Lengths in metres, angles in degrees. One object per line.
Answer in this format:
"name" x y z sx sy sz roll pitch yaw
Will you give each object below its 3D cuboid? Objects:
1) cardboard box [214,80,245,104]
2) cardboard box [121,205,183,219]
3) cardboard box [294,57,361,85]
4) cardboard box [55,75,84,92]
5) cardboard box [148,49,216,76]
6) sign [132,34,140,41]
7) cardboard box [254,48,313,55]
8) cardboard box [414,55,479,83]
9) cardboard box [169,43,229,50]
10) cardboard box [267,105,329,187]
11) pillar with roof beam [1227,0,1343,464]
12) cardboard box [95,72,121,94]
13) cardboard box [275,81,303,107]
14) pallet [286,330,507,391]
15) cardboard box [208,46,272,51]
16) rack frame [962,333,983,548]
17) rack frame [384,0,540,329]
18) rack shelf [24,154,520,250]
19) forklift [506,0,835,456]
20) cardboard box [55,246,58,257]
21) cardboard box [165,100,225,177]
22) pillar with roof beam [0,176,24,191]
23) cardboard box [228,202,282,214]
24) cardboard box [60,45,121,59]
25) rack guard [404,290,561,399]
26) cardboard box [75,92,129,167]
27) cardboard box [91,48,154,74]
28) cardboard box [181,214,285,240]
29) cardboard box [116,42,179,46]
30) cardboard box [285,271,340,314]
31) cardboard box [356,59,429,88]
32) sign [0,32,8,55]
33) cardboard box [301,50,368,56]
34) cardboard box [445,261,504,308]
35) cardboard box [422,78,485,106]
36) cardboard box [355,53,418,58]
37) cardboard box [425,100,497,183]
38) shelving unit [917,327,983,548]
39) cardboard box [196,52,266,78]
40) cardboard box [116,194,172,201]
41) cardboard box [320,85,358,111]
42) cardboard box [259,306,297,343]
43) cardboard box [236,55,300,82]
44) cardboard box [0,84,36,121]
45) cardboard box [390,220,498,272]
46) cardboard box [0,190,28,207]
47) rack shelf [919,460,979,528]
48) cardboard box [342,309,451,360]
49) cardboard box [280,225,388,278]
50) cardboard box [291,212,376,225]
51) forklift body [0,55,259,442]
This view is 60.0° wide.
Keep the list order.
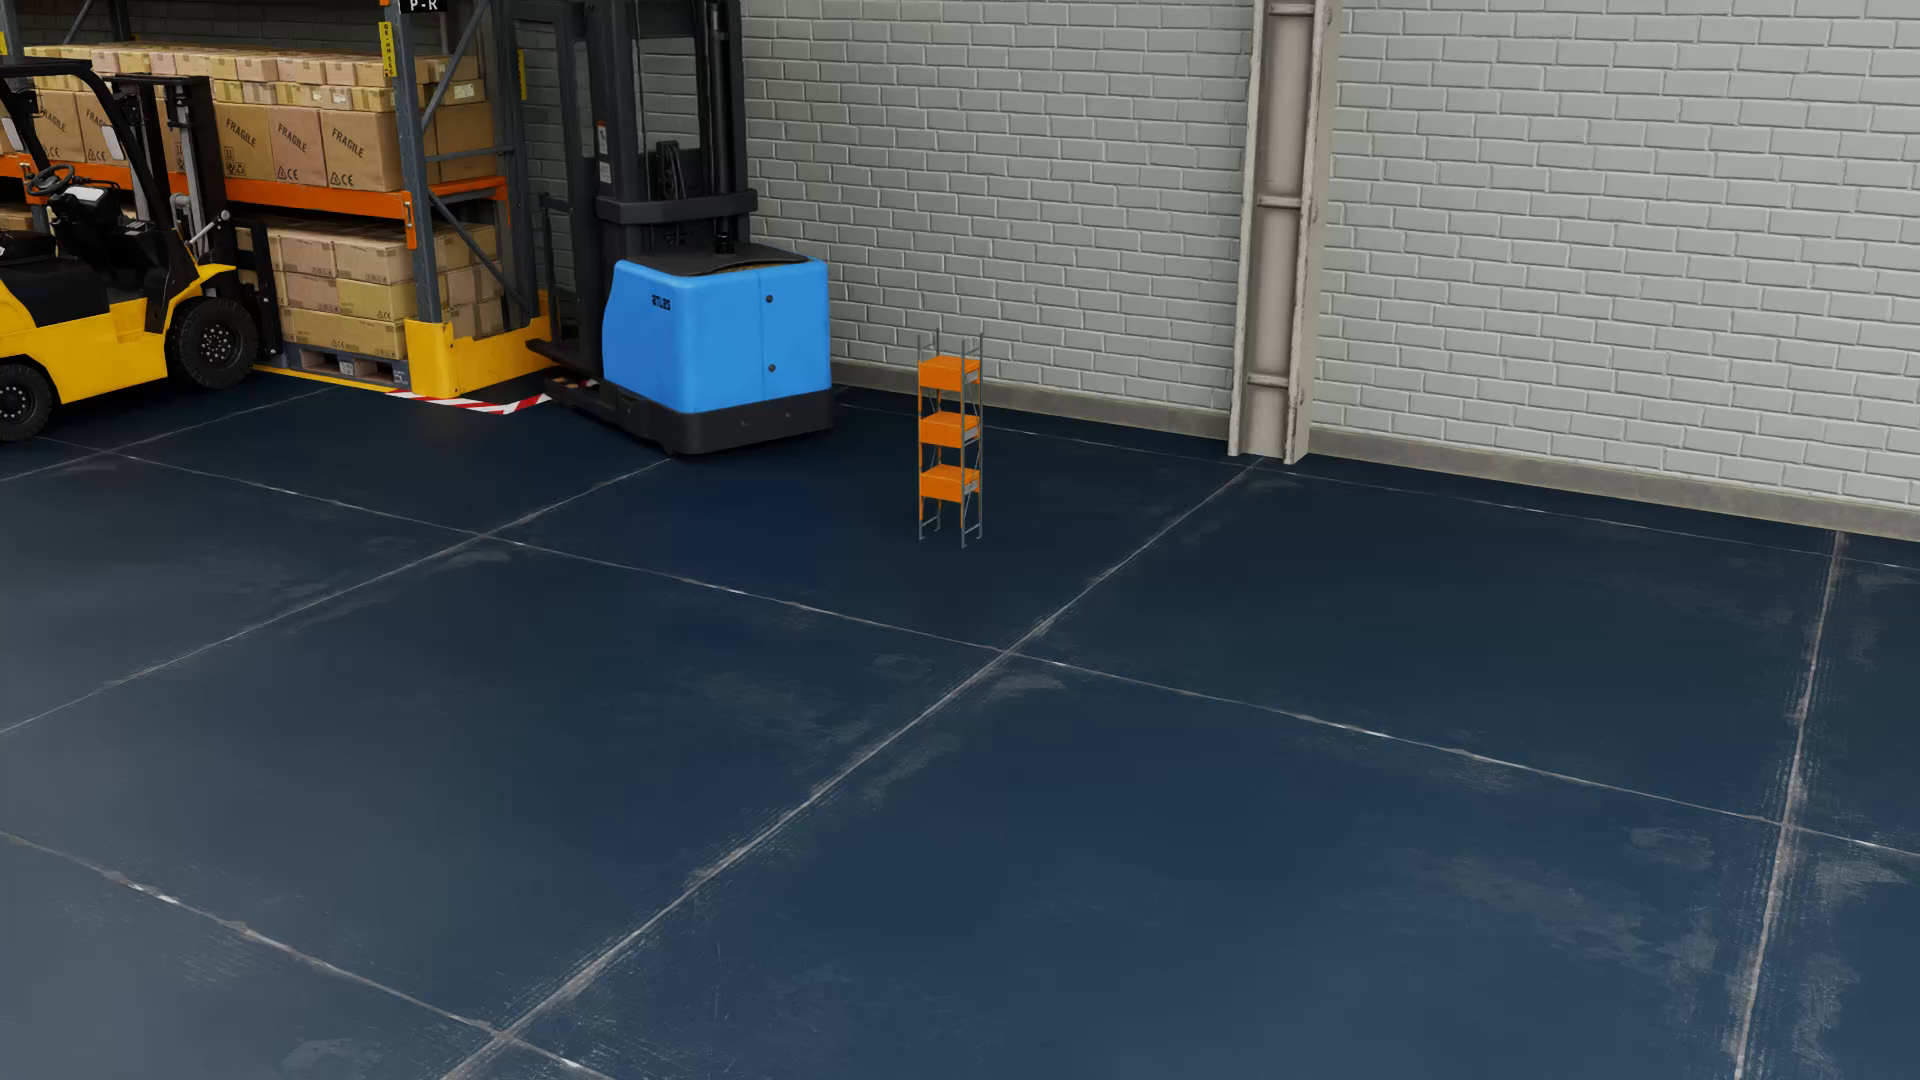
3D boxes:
"cardboard box" -4.828 -3.068 11.326 0.250 0.149 0.380 11 23 28
"cardboard box" -6.038 -2.314 12.295 0.500 0.250 0.500 11 23 27
"cardboard box" -4.145 -3.091 10.955 0.250 0.149 0.380 11 23 28
"cardboard box" -6.372 -3.379 12.183 0.250 0.149 0.380 11 23 29
"cardboard box" -5.452 -3.361 11.697 0.250 0.149 0.380 11 23 27
"sign" -6.480 -3.811 13.085 0.005 0.325 0.100 11 23 27
"cardboard box" -4.782 -3.413 11.840 0.250 0.149 0.380 11 23 28
"cardboard box" -3.446 -3.147 11.107 0.250 0.149 0.380 10 22 26
"cardboard box" -5.638 -3.612 12.391 0.250 0.149 0.380 10 22 26
"cardboard box" -4.263 -2.675 11.195 0.500 0.500 0.500 12 23 29
"pillar with roof beam" -0.287 -3.461 4.709 0.400 9.000 9.100 11 23 27
"cardboard box" -5.952 -3.281 11.913 0.250 0.149 0.380 11 23 28
"cardboard box" -4.342 -3.001 11.143 0.250 0.149 0.380 11 22 27
"pallet" -3.945 -1.340 11.748 1.213 0.211 1.003 11 23 27
"cardboard box" -5.221 -3.507 12.100 0.250 0.149 0.380 11 22 27
"rack frame" 0.060 -0.482 8.155 0.008 1.050 0.200 11 23 27
"rack frame" -3.257 -2.536 10.957 0.127 3.000 1.000 11 23 27
"rack shelf" -5.003 -2.530 11.996 4.000 0.370 1.077 11 23 27
"forklift" -2.044 -2.303 10.416 1.130 2.935 3.031 -14 24 -34
"cardboard box" -6.477 -2.168 12.627 0.500 0.250 0.500 11 23 27
"cardboard box" -5.155 -2.841 11.651 0.500 0.500 0.500 11 23 28
"pillar with roof beam" -10.763 -5.456 10.210 0.400 9.000 9.100 11 23 27
"cardboard box" -5.340 -2.384 12.487 0.500 0.250 0.500 11 23 28
"cardboard box" -6.334 -3.540 12.191 0.250 0.149 0.380 11 23 28
"rack guard" -3.236 -1.357 11.372 0.348 0.500 1.175 11 23 27
"cardboard box" -6.026 -3.015 12.130 0.500 0.500 0.500 11 23 28
"cardboard box" -5.941 -3.422 11.865 0.250 0.149 0.380 11 23 28
"cardboard box" -5.144 -2.145 11.829 0.500 0.250 0.500 10 22 26
"cardboard box" -6.124 -3.675 12.564 0.250 0.149 0.380 10 22 26
"cardboard box" -4.267 -1.750 11.474 0.500 0.250 0.500 11 22 27
"cardboard box" -3.673 -3.024 10.769 0.250 0.149 0.380 11 23 27
"sign" -7.005 -3.545 12.157 0.005 0.325 0.100 11 23 27
"cardboard box" -4.347 -3.322 11.590 0.250 0.149 0.380 12 23 29
"cardboard box" -3.566 -1.816 11.655 0.500 0.250 0.500 11 23 28
"cardboard box" -3.427 -3.021 11.197 0.250 0.149 0.380 10 22 26
"cardboard box" -3.896 -3.240 11.364 0.250 0.149 0.380 11 23 28
"cardboard box" -3.554 -2.748 11.394 0.500 0.500 0.500 12 23 29
"shelving unit" -0.047 -0.502 8.211 0.252 1.050 0.215 11 23 27
"cardboard box" -5.015 -3.278 11.468 0.250 0.149 0.380 11 23 28
"cardboard box" -6.225 -2.551 12.950 0.500 0.250 0.500 11 23 28
"cardboard box" -3.934 -2.895 10.851 0.250 0.149 0.380 11 23 28
"cardboard box" -4.683 -1.596 11.782 0.500 0.250 0.500 11 23 28
"cardboard box" -4.607 -3.165 11.158 0.250 0.149 0.380 11 23 29
"cardboard box" -7.303 -3.371 12.746 0.500 0.250 0.500 10 22 26
"cardboard box" -3.584 -2.047 11.559 0.500 0.250 0.500 10 22 26
"cardboard box" -7.884 -2.497 13.716 0.625 0.625 0.875 11 22 27
"rack shelf" -0.047 -0.231 8.309 0.240 0.259 0.215 11 23 27
"cardboard box" -3.821 -1.425 11.310 0.500 0.250 0.500 11 23 28
"cardboard box" -4.260 -1.977 11.368 0.500 0.250 0.500 11 23 28
"cardboard box" -4.454 -2.215 12.023 0.500 0.250 0.500 11 22 27
"forklift body" -5.802 -1.909 10.473 1.214 2.155 2.313 11 23 27
